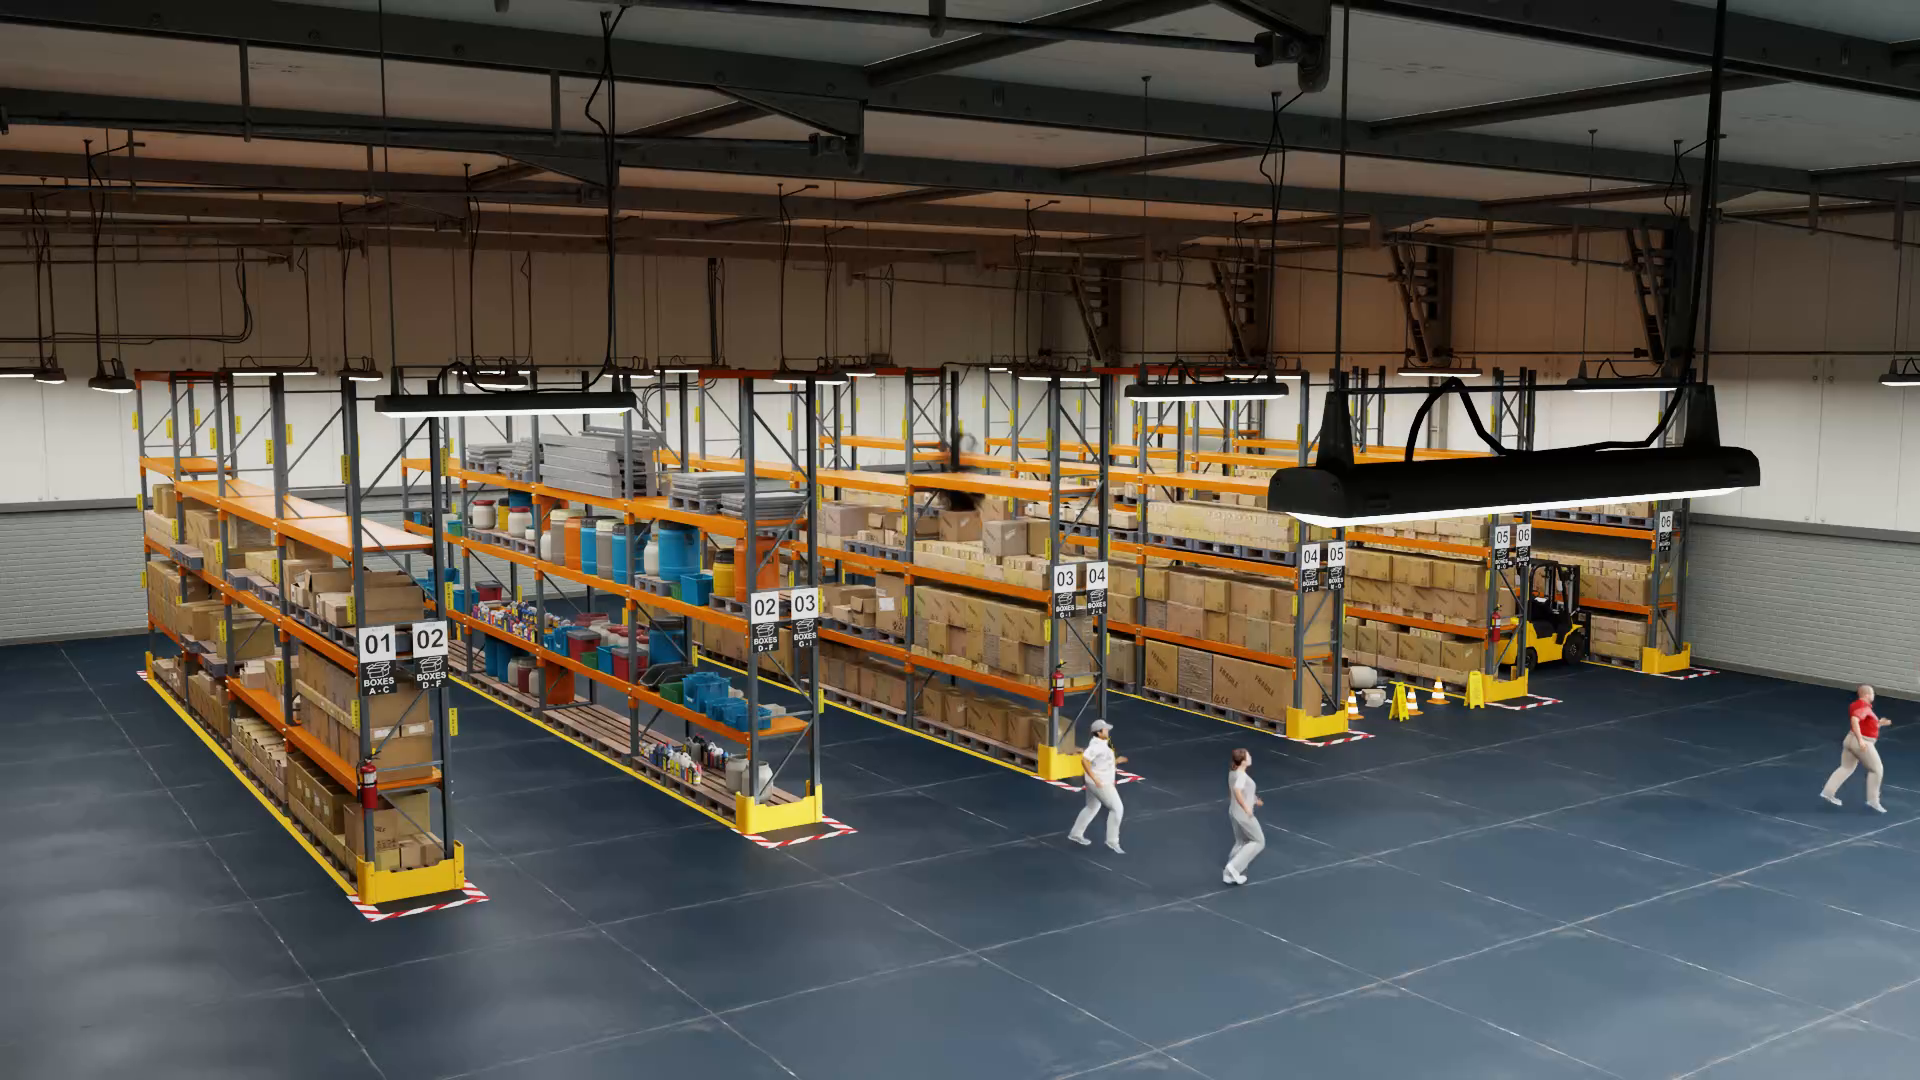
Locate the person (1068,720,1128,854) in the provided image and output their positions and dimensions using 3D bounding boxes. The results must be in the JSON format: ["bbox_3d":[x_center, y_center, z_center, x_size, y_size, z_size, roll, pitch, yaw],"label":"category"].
[{"bbox_3d":[1.760,3.138,21.114,0.754,1.722,0.581,0,6,-4],"label":"person"}]

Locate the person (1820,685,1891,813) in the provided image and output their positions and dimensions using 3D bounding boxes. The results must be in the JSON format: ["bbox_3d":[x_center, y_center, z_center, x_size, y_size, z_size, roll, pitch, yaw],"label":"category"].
[{"bbox_3d":[12.411,2.884,22.965,0.875,1.789,0.634,0,6,0],"label":"person"}]

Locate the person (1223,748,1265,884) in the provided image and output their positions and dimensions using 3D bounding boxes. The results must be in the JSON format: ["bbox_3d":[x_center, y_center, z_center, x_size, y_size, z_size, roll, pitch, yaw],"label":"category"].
[{"bbox_3d":[3.393,3.291,19.805,0.514,1.627,0.545,-1,7,-11],"label":"person"}]
